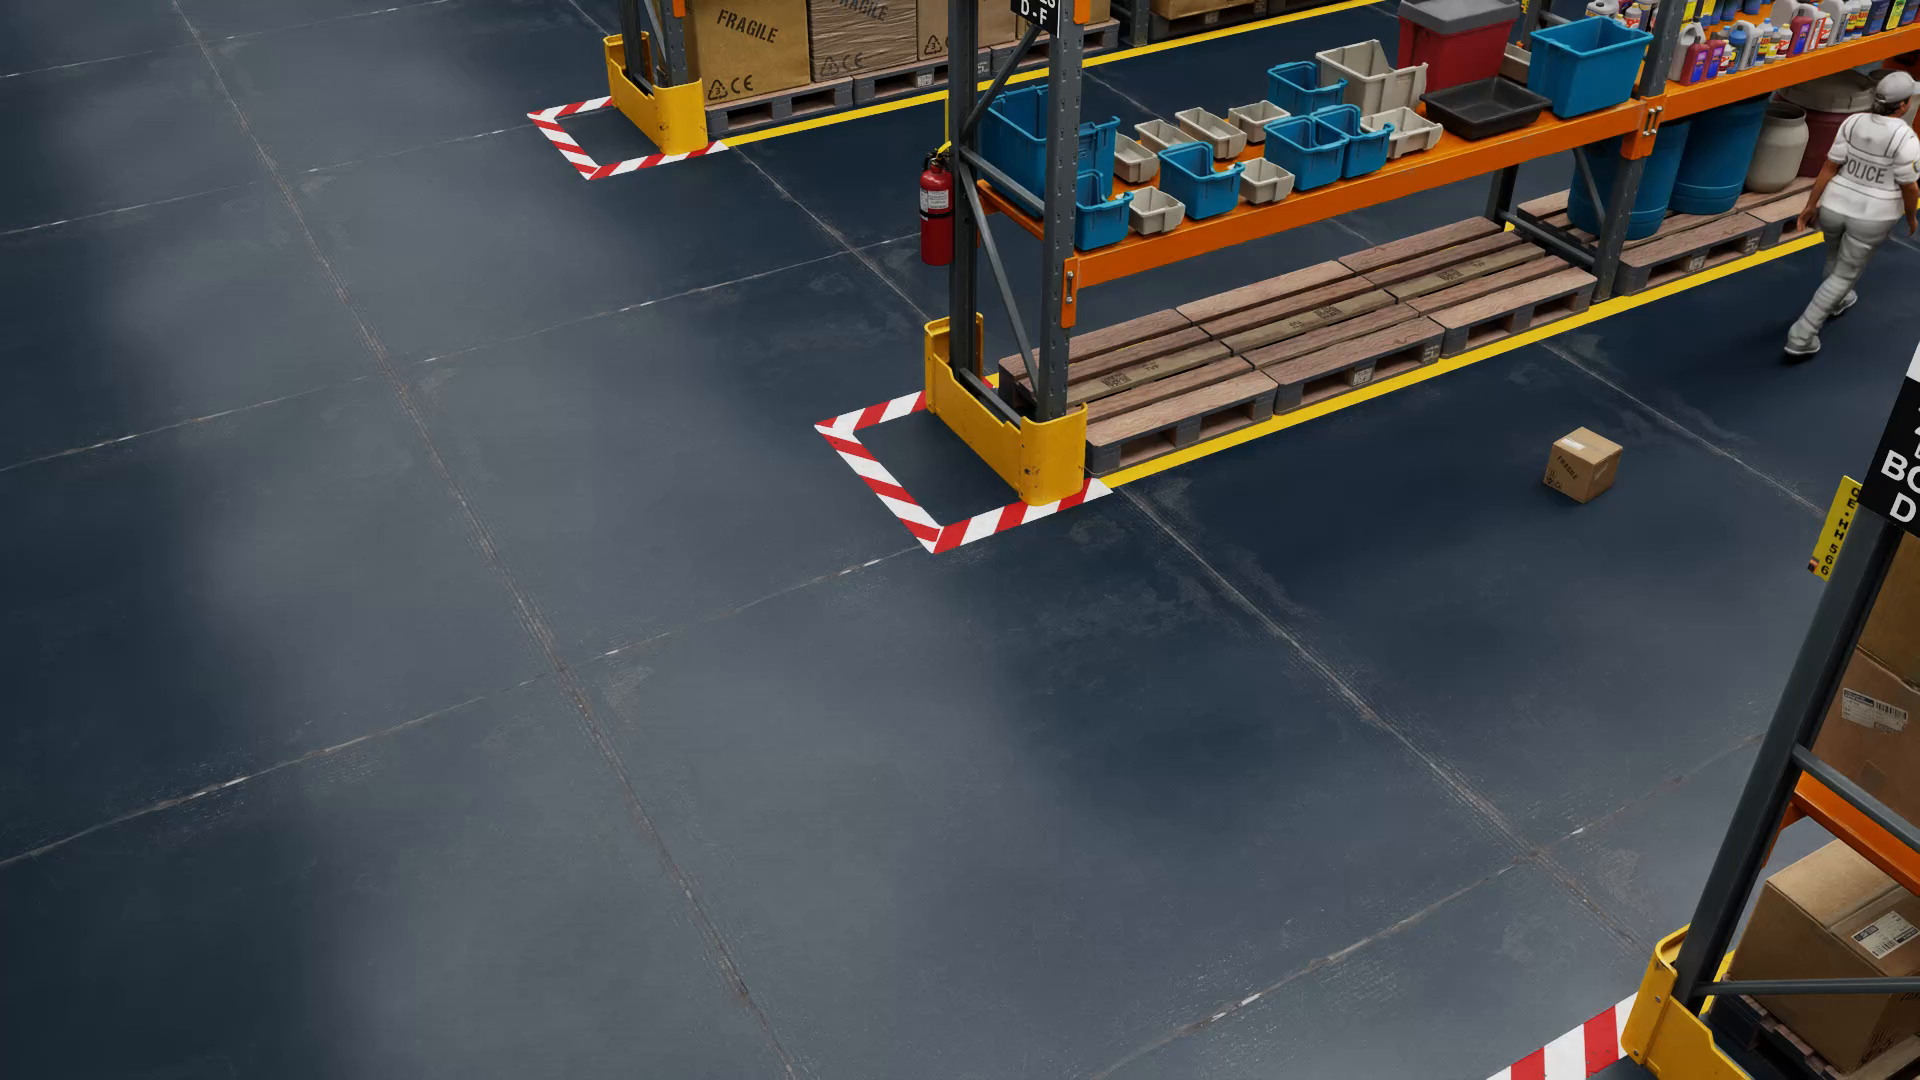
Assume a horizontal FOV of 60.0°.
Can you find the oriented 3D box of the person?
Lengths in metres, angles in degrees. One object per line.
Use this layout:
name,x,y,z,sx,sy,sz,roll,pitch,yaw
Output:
person,5.140,-1.878,9.406,0.962,1.606,0.503,-20,42,-25
